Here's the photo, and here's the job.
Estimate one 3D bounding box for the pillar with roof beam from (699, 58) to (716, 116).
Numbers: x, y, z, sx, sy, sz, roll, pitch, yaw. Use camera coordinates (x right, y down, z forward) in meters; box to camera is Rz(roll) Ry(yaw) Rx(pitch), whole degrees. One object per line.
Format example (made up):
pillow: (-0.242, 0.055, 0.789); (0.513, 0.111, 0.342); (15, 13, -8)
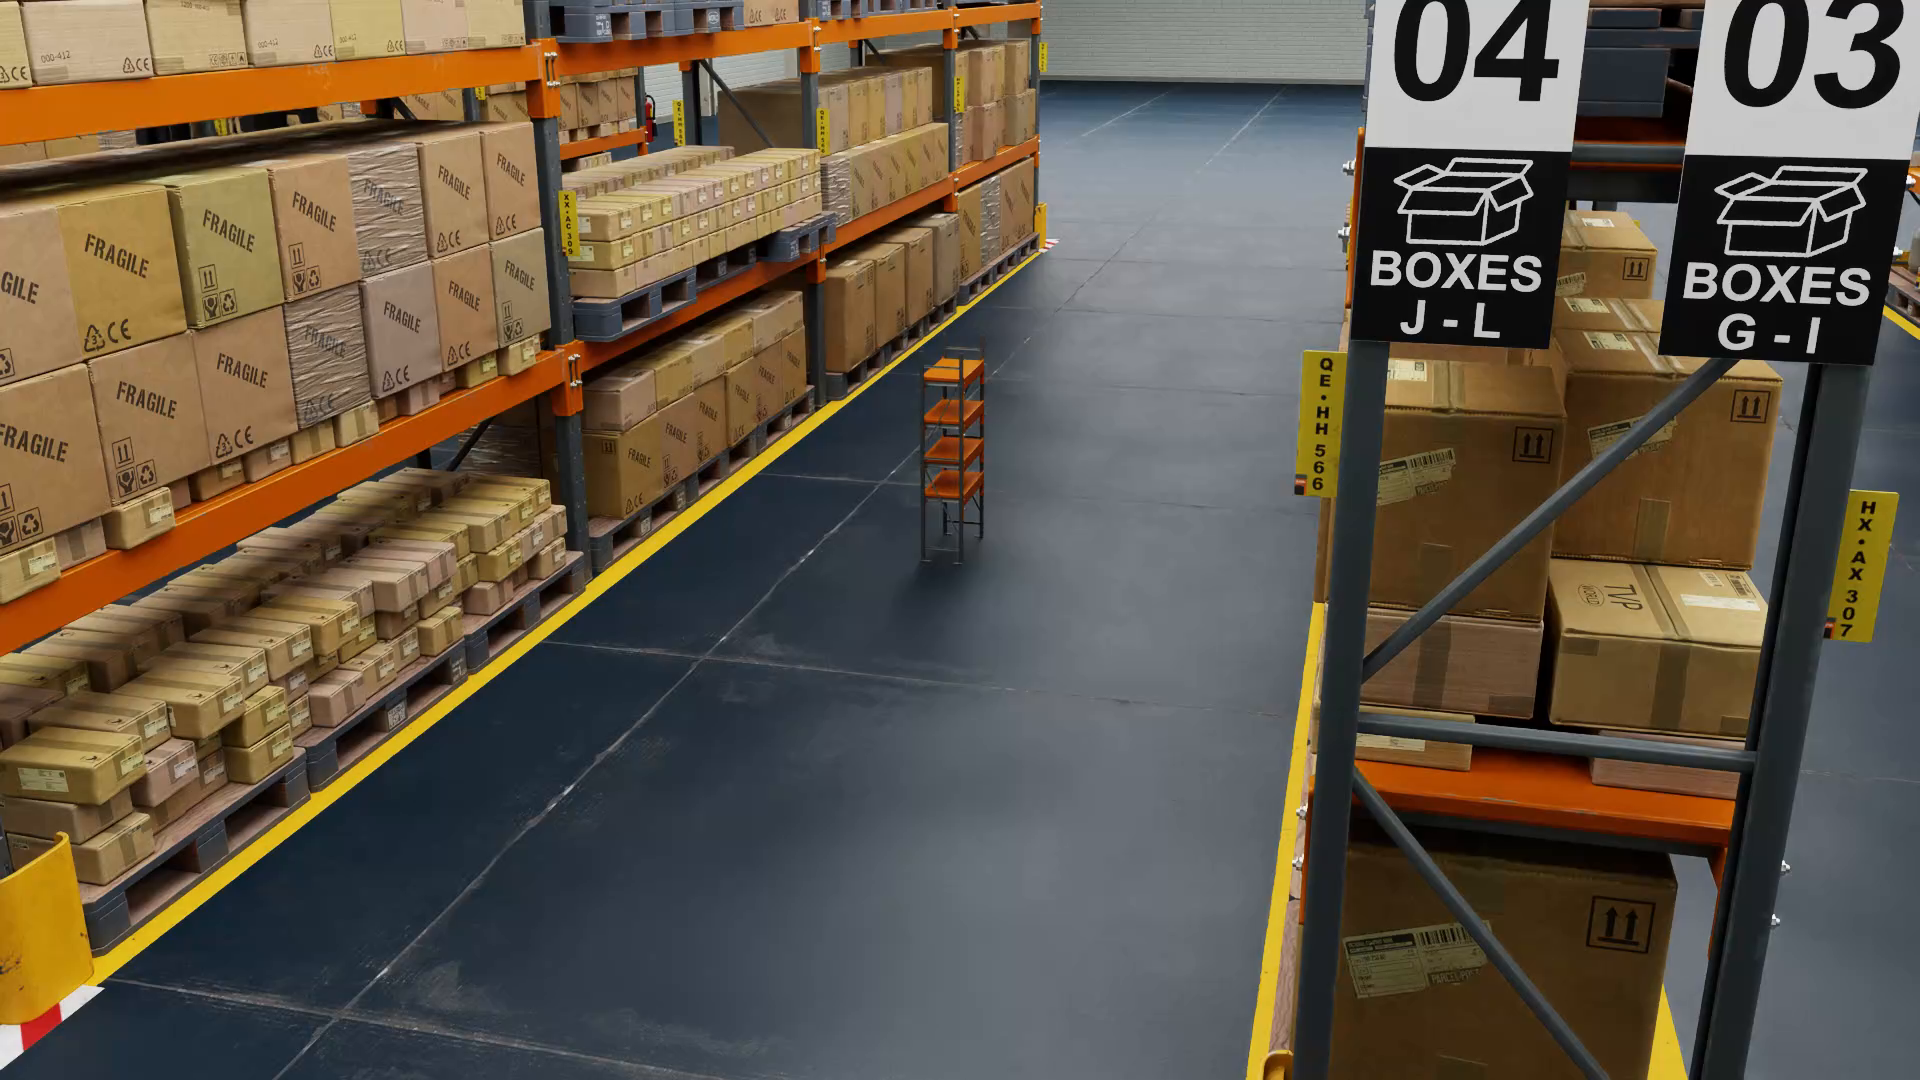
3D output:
pillar with roof beam: (-1.674, -13.725, 35.948); (9.100, 9.000, 0.400); (5, 19, 13)

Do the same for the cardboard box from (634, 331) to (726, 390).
cardboard box: (-1.802, -1.128, 10.407); (0.500, 0.250, 0.500); (5, 20, 15)

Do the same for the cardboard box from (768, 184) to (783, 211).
cardboard box: (-1.385, -2.259, 10.939); (0.380, 0.149, 0.250); (5, 19, 14)

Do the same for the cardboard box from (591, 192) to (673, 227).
cardboard box: (-1.826, -1.837, 9.242); (0.380, 0.149, 0.250); (5, 19, 14)

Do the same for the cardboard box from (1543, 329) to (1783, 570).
cardboard box: (1.813, -0.253, 4.401); (0.500, 0.500, 0.500); (4, 19, 12)

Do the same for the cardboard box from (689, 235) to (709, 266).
cardboard box: (-1.702, -1.711, 9.795); (0.380, 0.149, 0.250); (4, 19, 11)

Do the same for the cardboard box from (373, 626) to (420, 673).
cardboard box: (-2.643, 0.481, 7.400); (0.380, 0.149, 0.250); (5, 19, 14)

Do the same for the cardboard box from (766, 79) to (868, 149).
cardboard box: (-1.154, -3.454, 13.457); (0.700, 0.500, 0.500); (4, 19, 13)

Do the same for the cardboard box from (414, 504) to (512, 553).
cardboard box: (-2.408, -0.057, 8.055); (0.380, 0.149, 0.250); (4, 19, 13)

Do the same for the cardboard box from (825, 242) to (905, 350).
cardboard box: (-1.072, -2.066, 13.926); (1.050, 0.750, 0.750); (5, 19, 14)

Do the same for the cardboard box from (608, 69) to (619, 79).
cardboard box: (-4.433, -5.666, 19.475); (0.700, 0.500, 0.500); (5, 19, 14)

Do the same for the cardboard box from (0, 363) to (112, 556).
cardboard box: (-3.095, -0.273, 5.232); (0.500, 0.500, 0.500); (6, 20, 16)

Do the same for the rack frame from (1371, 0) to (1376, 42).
rack frame: (1.312, -2.382, 2.739); (1.000, 3.000, 0.127); (5, 19, 13)

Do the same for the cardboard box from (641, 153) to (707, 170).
cardboard box: (-1.947, -2.545, 11.315); (0.380, 0.149, 0.250); (5, 19, 13)

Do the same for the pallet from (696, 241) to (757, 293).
pallet: (-1.962, -1.759, 10.494); (1.003, 0.211, 1.213); (5, 19, 13)

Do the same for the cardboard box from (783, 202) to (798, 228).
cardboard box: (-1.318, -2.204, 11.240); (0.380, 0.149, 0.250); (5, 19, 14)

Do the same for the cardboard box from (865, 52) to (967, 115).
cardboard box: (-0.418, -4.422, 16.092); (0.875, 0.550, 0.550); (5, 19, 13)

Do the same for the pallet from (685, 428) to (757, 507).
pallet: (-2.011, -0.528, 10.907); (1.003, 0.211, 1.213); (5, 19, 13)

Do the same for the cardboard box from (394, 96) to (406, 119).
cardboard box: (-5.508, -3.994, 15.475); (0.500, 0.500, 0.500); (5, 20, 15)

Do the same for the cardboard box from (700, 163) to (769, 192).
cardboard box: (-1.447, -2.326, 10.674); (0.380, 0.149, 0.250); (5, 19, 13)

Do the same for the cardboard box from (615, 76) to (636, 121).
cardboard box: (-4.254, -5.337, 20.056); (0.500, 0.500, 0.500); (4, 19, 12)

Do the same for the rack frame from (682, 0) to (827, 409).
rack frame: (-1.518, -2.474, 12.289); (1.000, 3.000, 0.127); (5, 19, 13)

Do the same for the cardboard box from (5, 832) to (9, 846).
cardboard box: (-3.547, 1.003, 5.872); (0.380, 0.149, 0.250); (5, 19, 14)

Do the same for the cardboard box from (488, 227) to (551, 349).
cardboard box: (-2.340, -1.234, 8.045); (0.500, 0.500, 0.500); (5, 19, 13)

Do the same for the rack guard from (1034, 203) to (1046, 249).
rack guard: (0.442, -3.806, 20.057); (1.175, 0.500, 0.348); (5, 19, 13)

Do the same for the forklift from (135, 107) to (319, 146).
forklift: (-4.569, -2.038, 11.118); (1.130, 2.935, 3.031); (4, 19, 11)

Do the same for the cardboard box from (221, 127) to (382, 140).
cardboard box: (-2.954, -1.595, 7.556); (0.500, 0.500, 0.500); (4, 19, 12)

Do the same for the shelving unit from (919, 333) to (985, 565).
shelving unit: (-0.040, -0.516, 9.342); (0.258, 1.200, 0.503); (5, 19, 13)

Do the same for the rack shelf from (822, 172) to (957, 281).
rack shelf: (-1.030, -2.760, 14.241); (1.077, 0.370, 4.000); (5, 19, 13)

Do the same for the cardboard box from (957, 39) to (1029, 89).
cardboard box: (0.308, -5.450, 19.100); (0.875, 0.550, 0.550); (5, 19, 13)

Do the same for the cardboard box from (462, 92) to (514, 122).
cardboard box: (-4.988, -4.391, 17.287); (0.500, 0.500, 0.500); (5, 19, 13)

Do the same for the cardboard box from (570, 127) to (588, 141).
cardboard box: (-4.517, -4.681, 19.140); (0.380, 0.149, 0.250); (4, 19, 13)

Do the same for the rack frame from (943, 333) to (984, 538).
rack frame: (0.019, -0.592, 9.566); (0.240, 1.200, 0.015); (5, 19, 13)

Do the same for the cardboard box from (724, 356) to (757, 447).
cardboard box: (-1.670, -0.933, 10.997); (0.500, 0.500, 0.500); (4, 19, 11)

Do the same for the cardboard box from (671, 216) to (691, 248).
cardboard box: (-1.766, -1.772, 9.513); (0.380, 0.149, 0.250); (4, 19, 11)

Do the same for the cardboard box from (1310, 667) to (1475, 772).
cardboard box: (1.080, 0.438, 4.152); (0.380, 0.149, 0.250); (5, 19, 14)

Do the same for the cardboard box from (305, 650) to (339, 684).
cardboard box: (-2.834, 0.483, 6.932); (0.380, 0.149, 0.250); (6, 20, 16)

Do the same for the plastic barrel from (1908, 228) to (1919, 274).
plastic barrel: (9.937, -2.976, 16.958); (0.421, 0.512, 0.421); (0, 19, 0)

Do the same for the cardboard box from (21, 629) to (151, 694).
cardboard box: (-3.408, 0.475, 6.497); (0.380, 0.149, 0.250); (4, 19, 11)

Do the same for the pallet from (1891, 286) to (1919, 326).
pallet: (9.547, -2.184, 15.756); (1.003, 0.211, 1.213); (5, 19, 13)

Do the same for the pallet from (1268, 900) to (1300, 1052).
pallet: (1.431, 1.520, 4.911); (1.003, 0.211, 1.213); (5, 19, 13)

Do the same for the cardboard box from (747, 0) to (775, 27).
cardboard box: (-1.521, -3.584, 10.744); (0.500, 0.500, 0.500); (5, 19, 13)

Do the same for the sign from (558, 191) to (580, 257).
sign: (-1.968, -1.589, 8.360); (0.100, 0.325, 0.005); (5, 19, 13)

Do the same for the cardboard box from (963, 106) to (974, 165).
cardboard box: (-0.350, -4.089, 16.787); (0.875, 0.550, 0.550); (5, 19, 13)

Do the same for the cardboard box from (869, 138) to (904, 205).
cardboard box: (-0.778, -3.114, 14.009); (0.500, 0.500, 0.500); (4, 19, 13)

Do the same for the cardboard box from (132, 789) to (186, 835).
cardboard box: (-3.050, 0.957, 6.007); (0.380, 0.149, 0.250); (5, 19, 13)

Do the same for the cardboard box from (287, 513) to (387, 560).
cardboard box: (-2.961, -0.011, 7.920); (0.380, 0.149, 0.250); (4, 19, 12)

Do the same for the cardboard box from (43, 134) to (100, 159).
cardboard box: (-6.461, -2.854, 11.702); (0.500, 0.500, 0.500); (5, 19, 13)

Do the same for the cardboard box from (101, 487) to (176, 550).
cardboard box: (-2.936, -0.086, 5.688); (0.380, 0.149, 0.250); (4, 19, 12)

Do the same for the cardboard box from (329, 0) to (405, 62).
cardboard box: (-2.611, -2.079, 6.724); (0.500, 0.250, 0.500); (4, 19, 13)

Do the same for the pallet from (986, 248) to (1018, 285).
pallet: (0.017, -3.024, 18.213); (1.003, 0.211, 1.213); (5, 19, 13)

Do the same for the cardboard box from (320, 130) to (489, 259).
cardboard box: (-2.469, -1.550, 7.423); (0.500, 0.500, 0.500); (4, 19, 12)

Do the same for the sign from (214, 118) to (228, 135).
sign: (-5.804, -3.338, 13.029); (0.100, 0.325, 0.005); (5, 19, 13)

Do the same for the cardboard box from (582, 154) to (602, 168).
cardboard box: (-4.420, -4.429, 19.455); (0.380, 0.149, 0.250); (5, 19, 14)

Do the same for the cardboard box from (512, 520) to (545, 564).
cardboard box: (-2.318, -0.001, 8.350); (0.380, 0.149, 0.250); (4, 19, 11)

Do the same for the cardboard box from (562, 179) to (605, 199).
cardboard box: (-2.330, -2.047, 9.858); (0.380, 0.149, 0.250); (4, 19, 12)

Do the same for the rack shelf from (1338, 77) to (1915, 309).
rack shelf: (1.801, -1.249, 5.175); (1.077, 0.370, 4.000); (5, 19, 13)

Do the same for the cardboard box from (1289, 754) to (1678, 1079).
cardboard box: (1.391, 1.057, 4.590); (0.875, 0.875, 0.875); (5, 19, 13)

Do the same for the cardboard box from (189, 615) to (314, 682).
cardboard box: (-2.822, 0.430, 6.629); (0.380, 0.149, 0.250); (5, 20, 16)

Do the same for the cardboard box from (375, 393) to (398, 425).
cardboard box: (-2.657, -0.583, 7.142); (0.380, 0.149, 0.250); (4, 19, 13)
